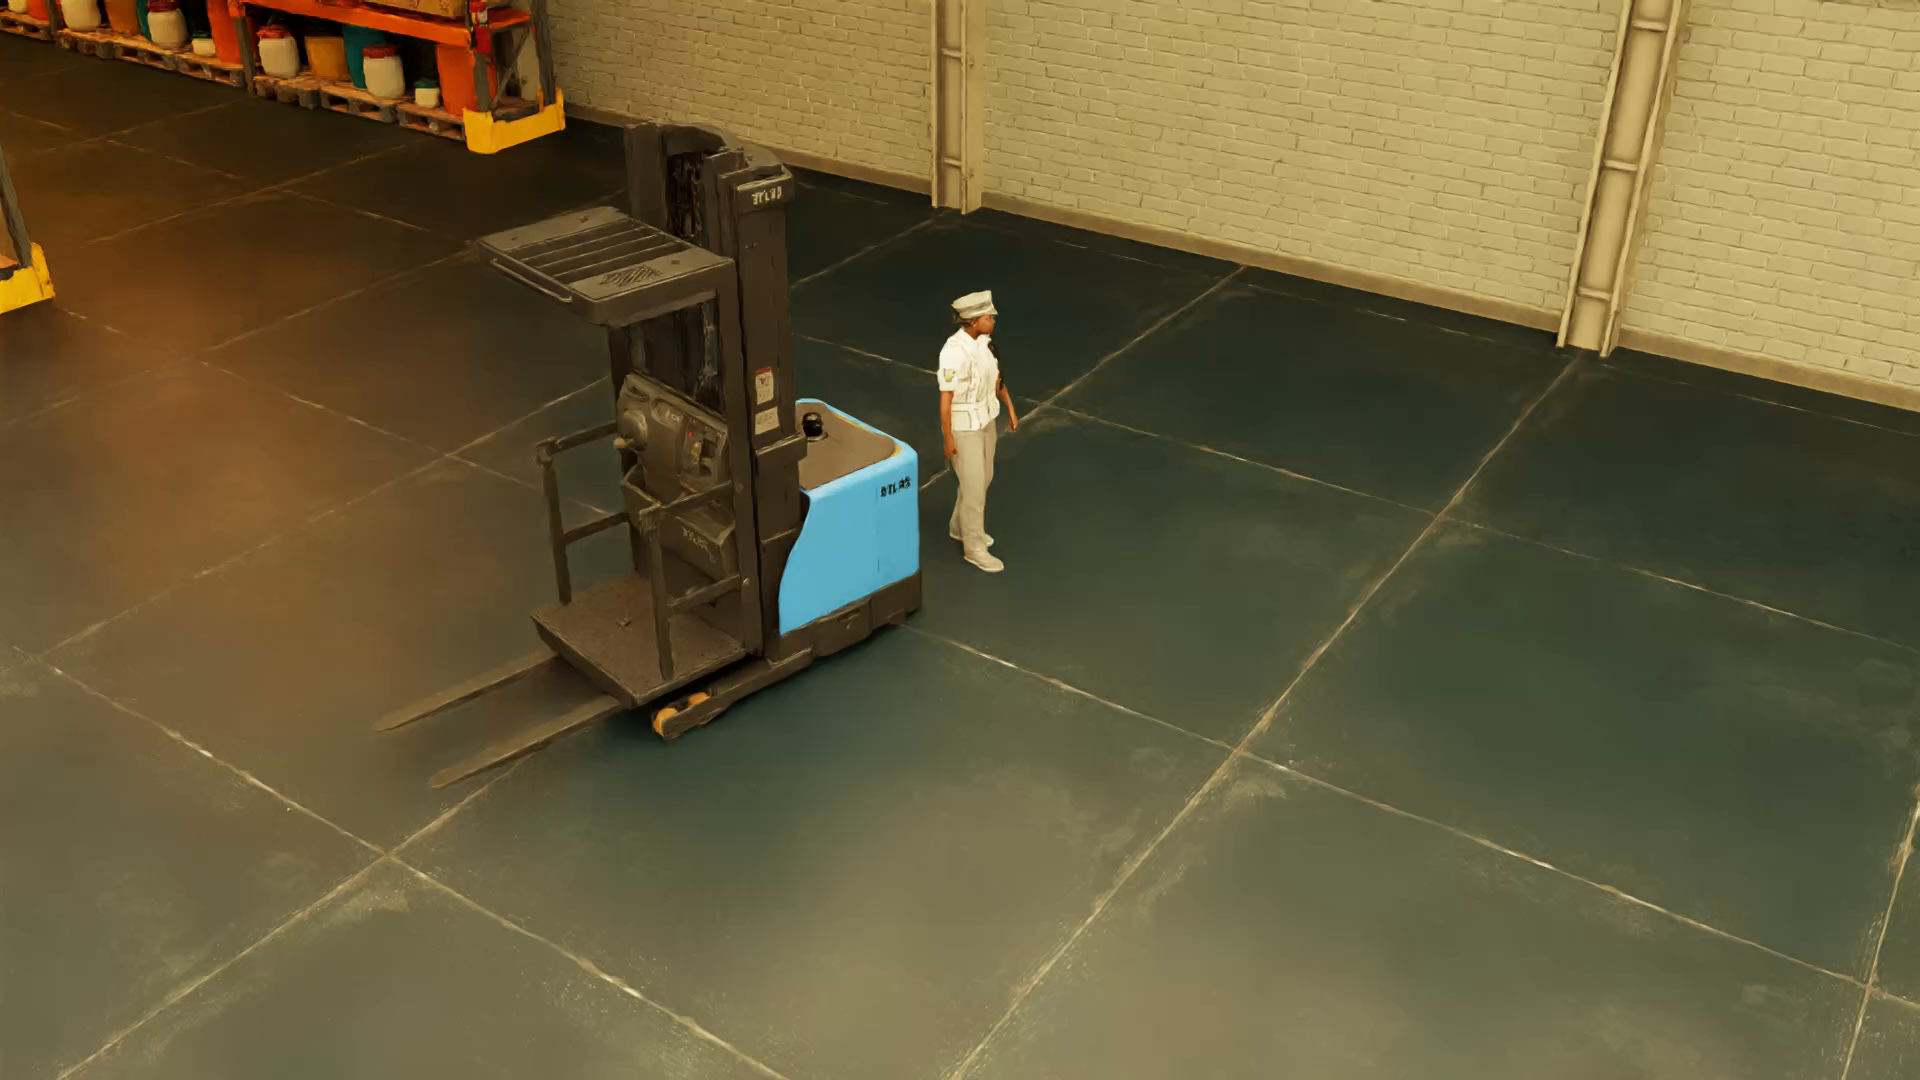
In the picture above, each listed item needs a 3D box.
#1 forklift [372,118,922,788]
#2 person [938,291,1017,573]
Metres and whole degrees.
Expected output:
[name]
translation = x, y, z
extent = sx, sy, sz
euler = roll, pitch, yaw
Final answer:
[forklift]
translation = -1.646, -0.521, 8.478
extent = 3.031, 2.935, 1.130
euler = -25, 38, -36
[person]
translation = 0.150, -0.685, 10.025
extent = 0.519, 1.665, 0.591
euler = 16, 34, 25
